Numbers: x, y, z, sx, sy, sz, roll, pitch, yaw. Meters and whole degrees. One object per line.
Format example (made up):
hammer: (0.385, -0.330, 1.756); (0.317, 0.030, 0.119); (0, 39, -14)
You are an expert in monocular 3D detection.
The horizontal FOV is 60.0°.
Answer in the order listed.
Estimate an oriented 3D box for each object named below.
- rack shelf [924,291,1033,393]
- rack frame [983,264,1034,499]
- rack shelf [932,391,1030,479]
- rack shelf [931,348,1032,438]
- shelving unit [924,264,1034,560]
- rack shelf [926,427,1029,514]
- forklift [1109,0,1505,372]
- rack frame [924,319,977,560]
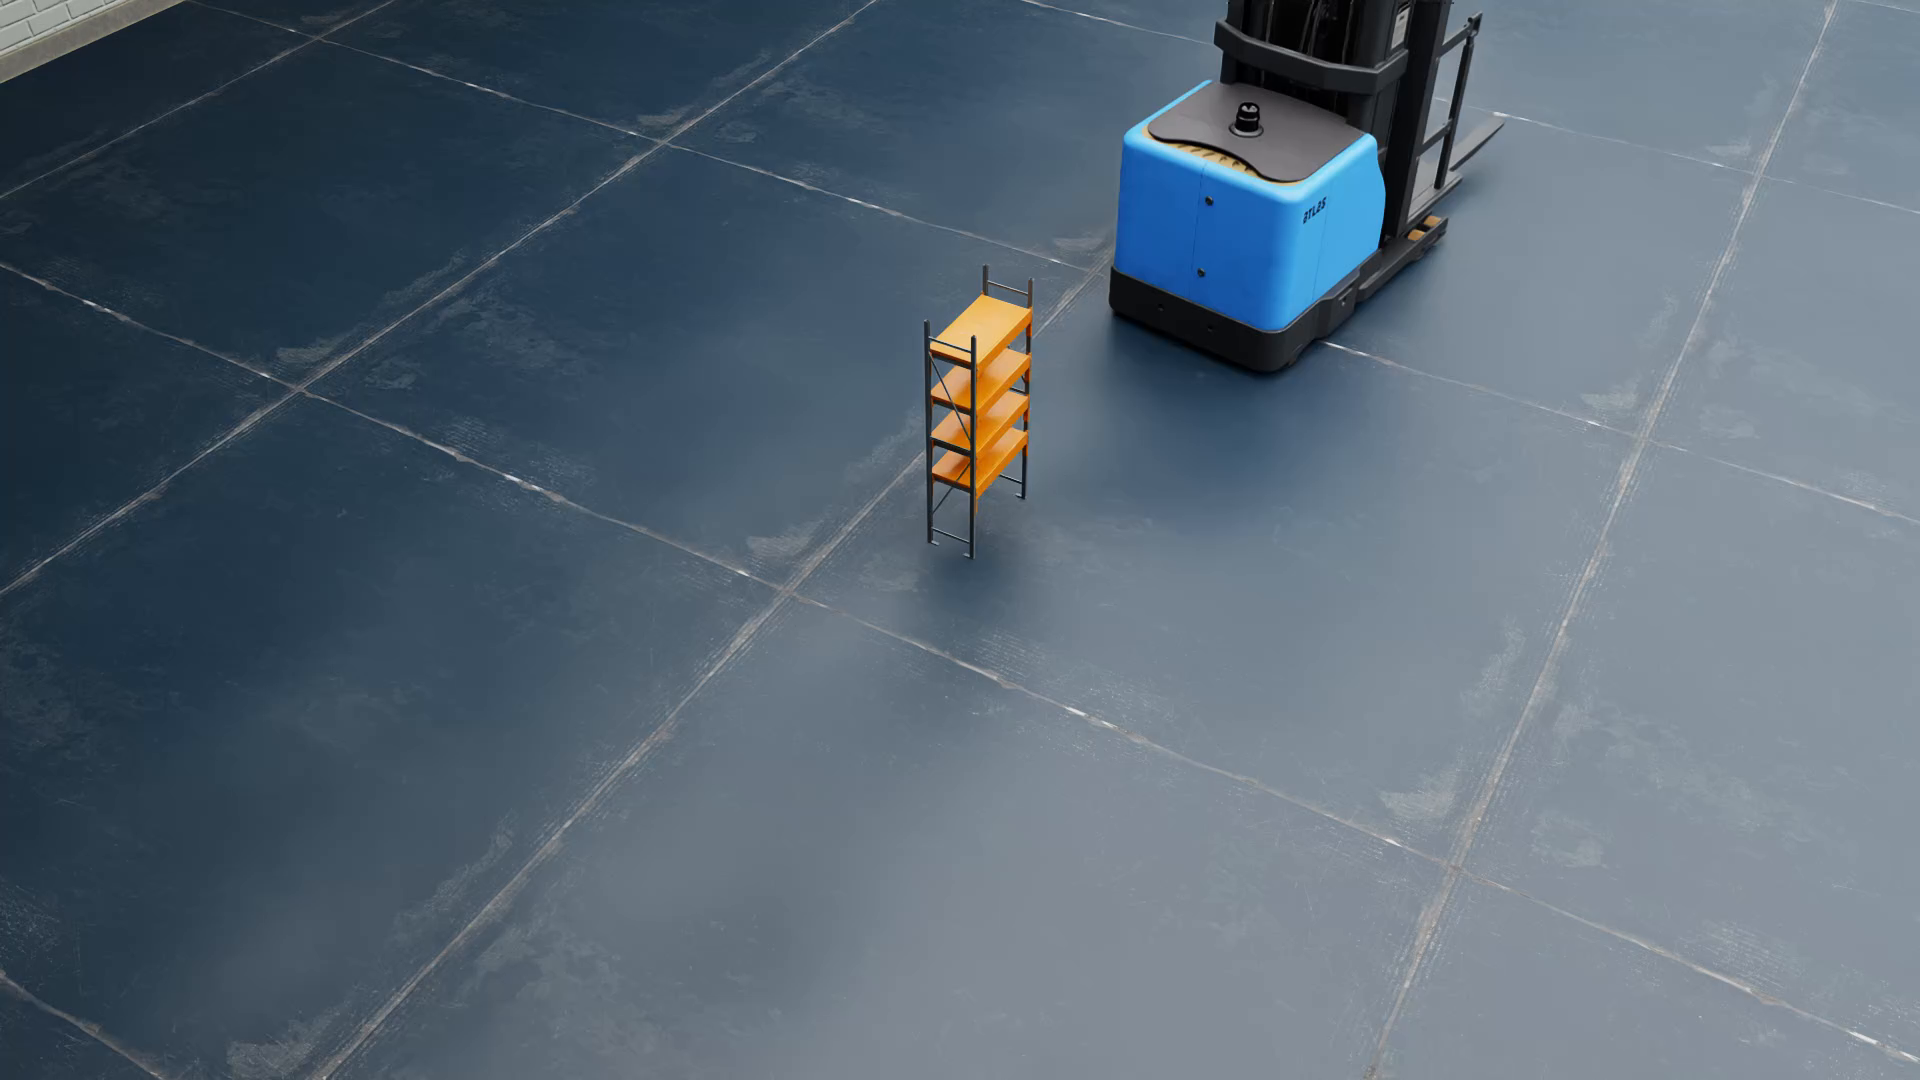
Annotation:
rack shelf: (0.083, -0.840, 7.017); (0.258, 0.148, 0.480); (21, 45, 22)
rack frame: (0.205, -0.685, 7.435); (0.240, 1.200, 0.015); (21, 45, 22)
rack shelf: (0.083, -0.495, 7.321); (0.258, 0.148, 0.480); (21, 45, 22)
rack shelf: (0.083, -0.662, 7.173); (0.258, 0.148, 0.480); (21, 45, 22)
shelving unit: (0.083, -0.545, 7.277); (0.258, 1.200, 0.503); (21, 45, 22)
rack shelf: (0.083, -0.346, 7.452); (0.258, 0.148, 0.480); (21, 45, 22)
forklift: (2.115, -2.864, 8.600); (1.130, 2.935, 3.031); (28, 49, 28)
rack frame: (-0.039, -0.405, 7.118); (0.240, 1.200, 0.015); (21, 45, 22)
